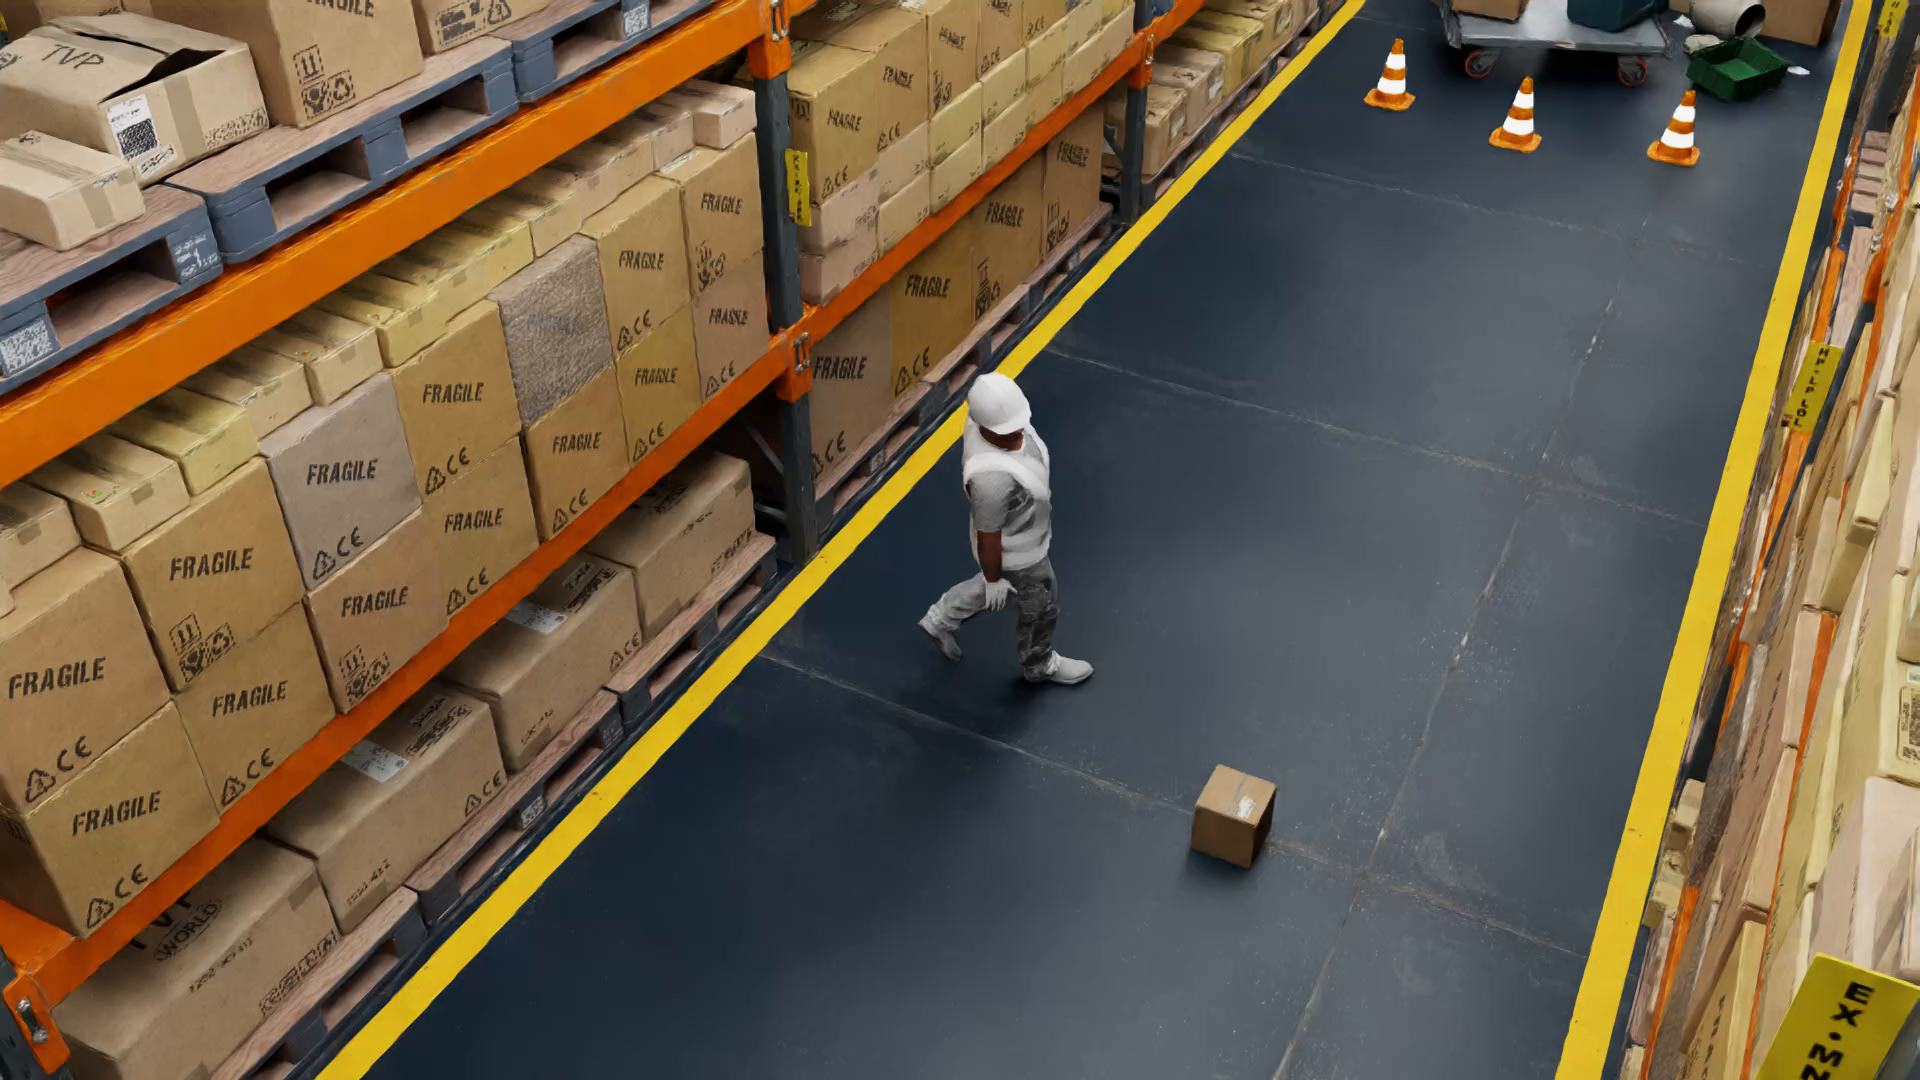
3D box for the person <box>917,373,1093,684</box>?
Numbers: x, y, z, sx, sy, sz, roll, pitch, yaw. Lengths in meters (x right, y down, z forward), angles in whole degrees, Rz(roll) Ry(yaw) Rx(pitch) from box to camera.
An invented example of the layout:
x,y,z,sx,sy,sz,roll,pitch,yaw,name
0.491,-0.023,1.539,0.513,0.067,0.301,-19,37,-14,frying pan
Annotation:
x,y,z,sx,sy,sz,roll,pitch,yaw,name
0.204,-0.006,6.782,0.775,1.731,0.618,0,38,0,person
